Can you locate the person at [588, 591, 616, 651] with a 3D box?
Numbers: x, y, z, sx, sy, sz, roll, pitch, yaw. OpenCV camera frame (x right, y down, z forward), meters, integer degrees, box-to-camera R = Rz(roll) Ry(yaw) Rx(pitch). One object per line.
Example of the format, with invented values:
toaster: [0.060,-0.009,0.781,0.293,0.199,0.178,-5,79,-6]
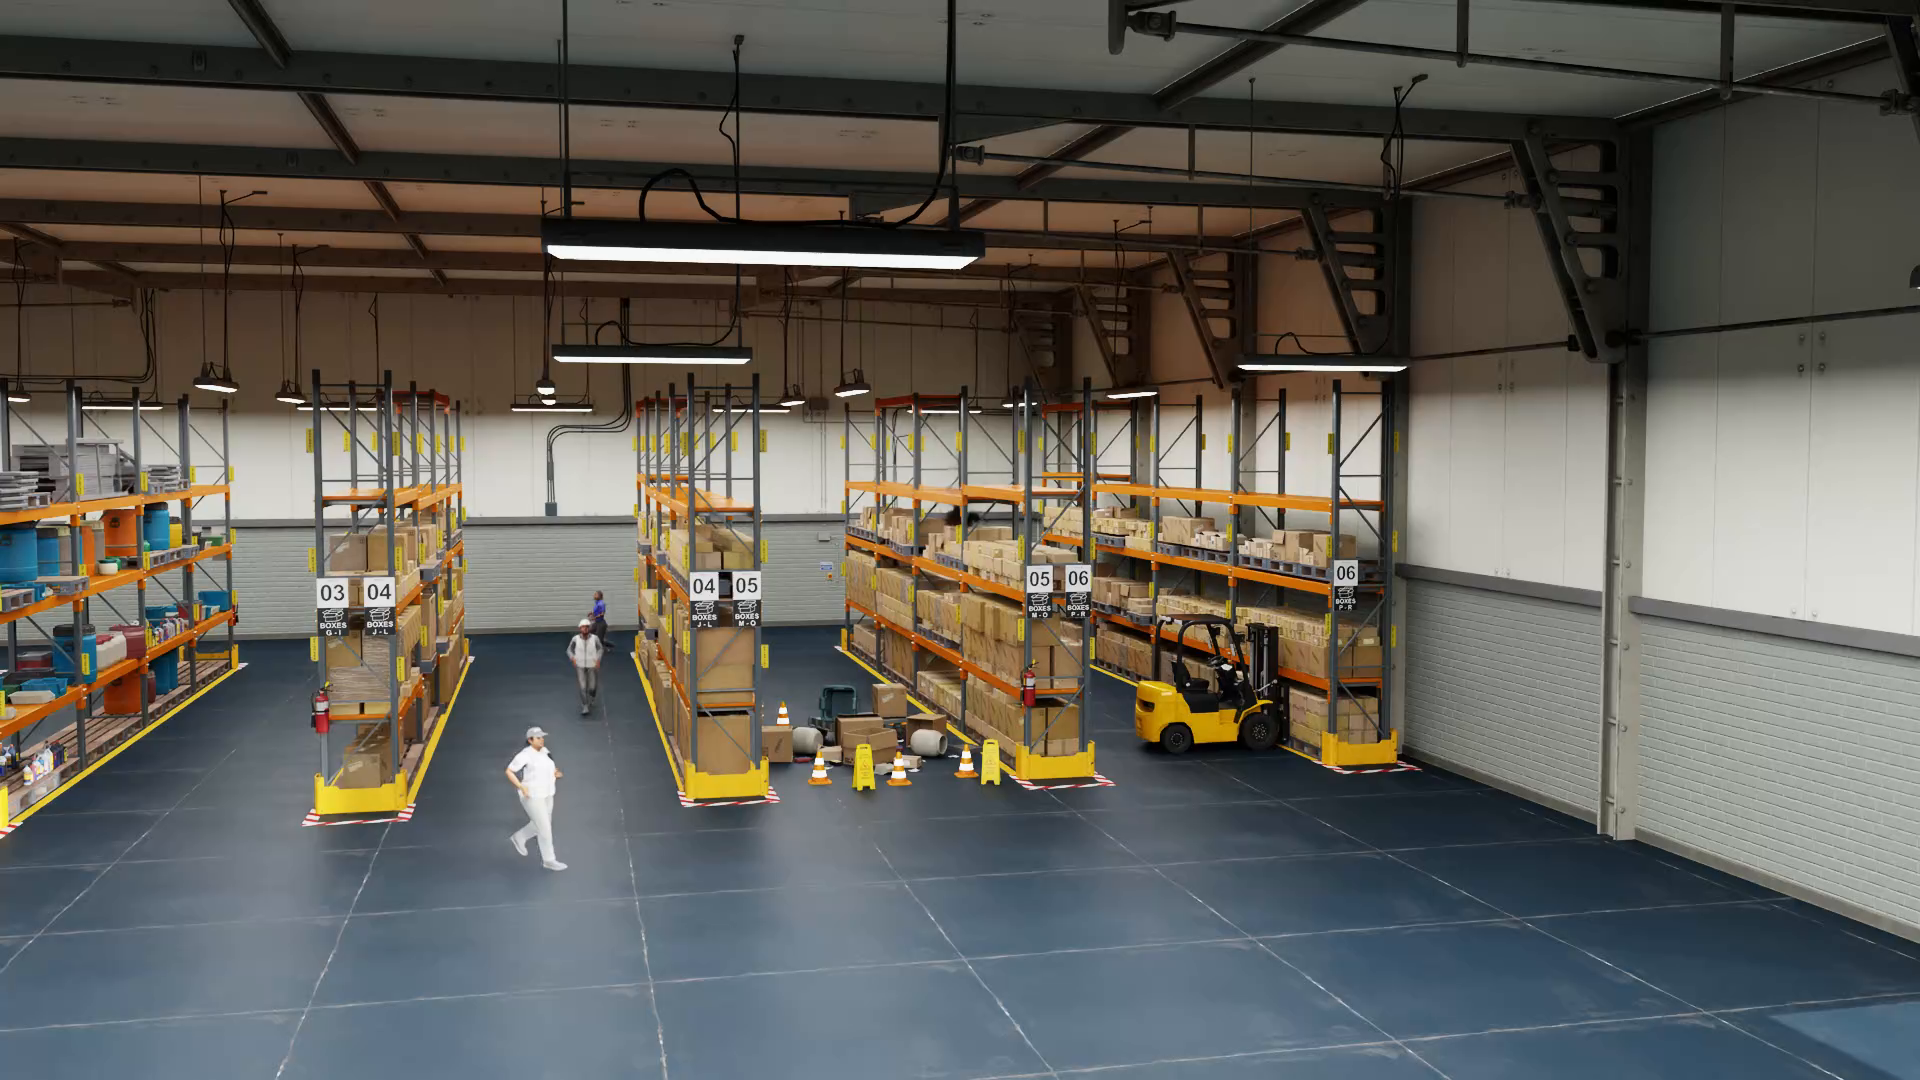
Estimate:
person: [-8.613,1.968,39.507,0.938,1.481,0.659,-3,4,-40]

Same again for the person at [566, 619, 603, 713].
person: [-6.998,2.343,31.034,0.679,1.737,0.575,-1,3,-13]

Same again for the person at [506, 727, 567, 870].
person: [-4.995,3.030,19.651,0.880,1.643,0.615,2,4,25]
